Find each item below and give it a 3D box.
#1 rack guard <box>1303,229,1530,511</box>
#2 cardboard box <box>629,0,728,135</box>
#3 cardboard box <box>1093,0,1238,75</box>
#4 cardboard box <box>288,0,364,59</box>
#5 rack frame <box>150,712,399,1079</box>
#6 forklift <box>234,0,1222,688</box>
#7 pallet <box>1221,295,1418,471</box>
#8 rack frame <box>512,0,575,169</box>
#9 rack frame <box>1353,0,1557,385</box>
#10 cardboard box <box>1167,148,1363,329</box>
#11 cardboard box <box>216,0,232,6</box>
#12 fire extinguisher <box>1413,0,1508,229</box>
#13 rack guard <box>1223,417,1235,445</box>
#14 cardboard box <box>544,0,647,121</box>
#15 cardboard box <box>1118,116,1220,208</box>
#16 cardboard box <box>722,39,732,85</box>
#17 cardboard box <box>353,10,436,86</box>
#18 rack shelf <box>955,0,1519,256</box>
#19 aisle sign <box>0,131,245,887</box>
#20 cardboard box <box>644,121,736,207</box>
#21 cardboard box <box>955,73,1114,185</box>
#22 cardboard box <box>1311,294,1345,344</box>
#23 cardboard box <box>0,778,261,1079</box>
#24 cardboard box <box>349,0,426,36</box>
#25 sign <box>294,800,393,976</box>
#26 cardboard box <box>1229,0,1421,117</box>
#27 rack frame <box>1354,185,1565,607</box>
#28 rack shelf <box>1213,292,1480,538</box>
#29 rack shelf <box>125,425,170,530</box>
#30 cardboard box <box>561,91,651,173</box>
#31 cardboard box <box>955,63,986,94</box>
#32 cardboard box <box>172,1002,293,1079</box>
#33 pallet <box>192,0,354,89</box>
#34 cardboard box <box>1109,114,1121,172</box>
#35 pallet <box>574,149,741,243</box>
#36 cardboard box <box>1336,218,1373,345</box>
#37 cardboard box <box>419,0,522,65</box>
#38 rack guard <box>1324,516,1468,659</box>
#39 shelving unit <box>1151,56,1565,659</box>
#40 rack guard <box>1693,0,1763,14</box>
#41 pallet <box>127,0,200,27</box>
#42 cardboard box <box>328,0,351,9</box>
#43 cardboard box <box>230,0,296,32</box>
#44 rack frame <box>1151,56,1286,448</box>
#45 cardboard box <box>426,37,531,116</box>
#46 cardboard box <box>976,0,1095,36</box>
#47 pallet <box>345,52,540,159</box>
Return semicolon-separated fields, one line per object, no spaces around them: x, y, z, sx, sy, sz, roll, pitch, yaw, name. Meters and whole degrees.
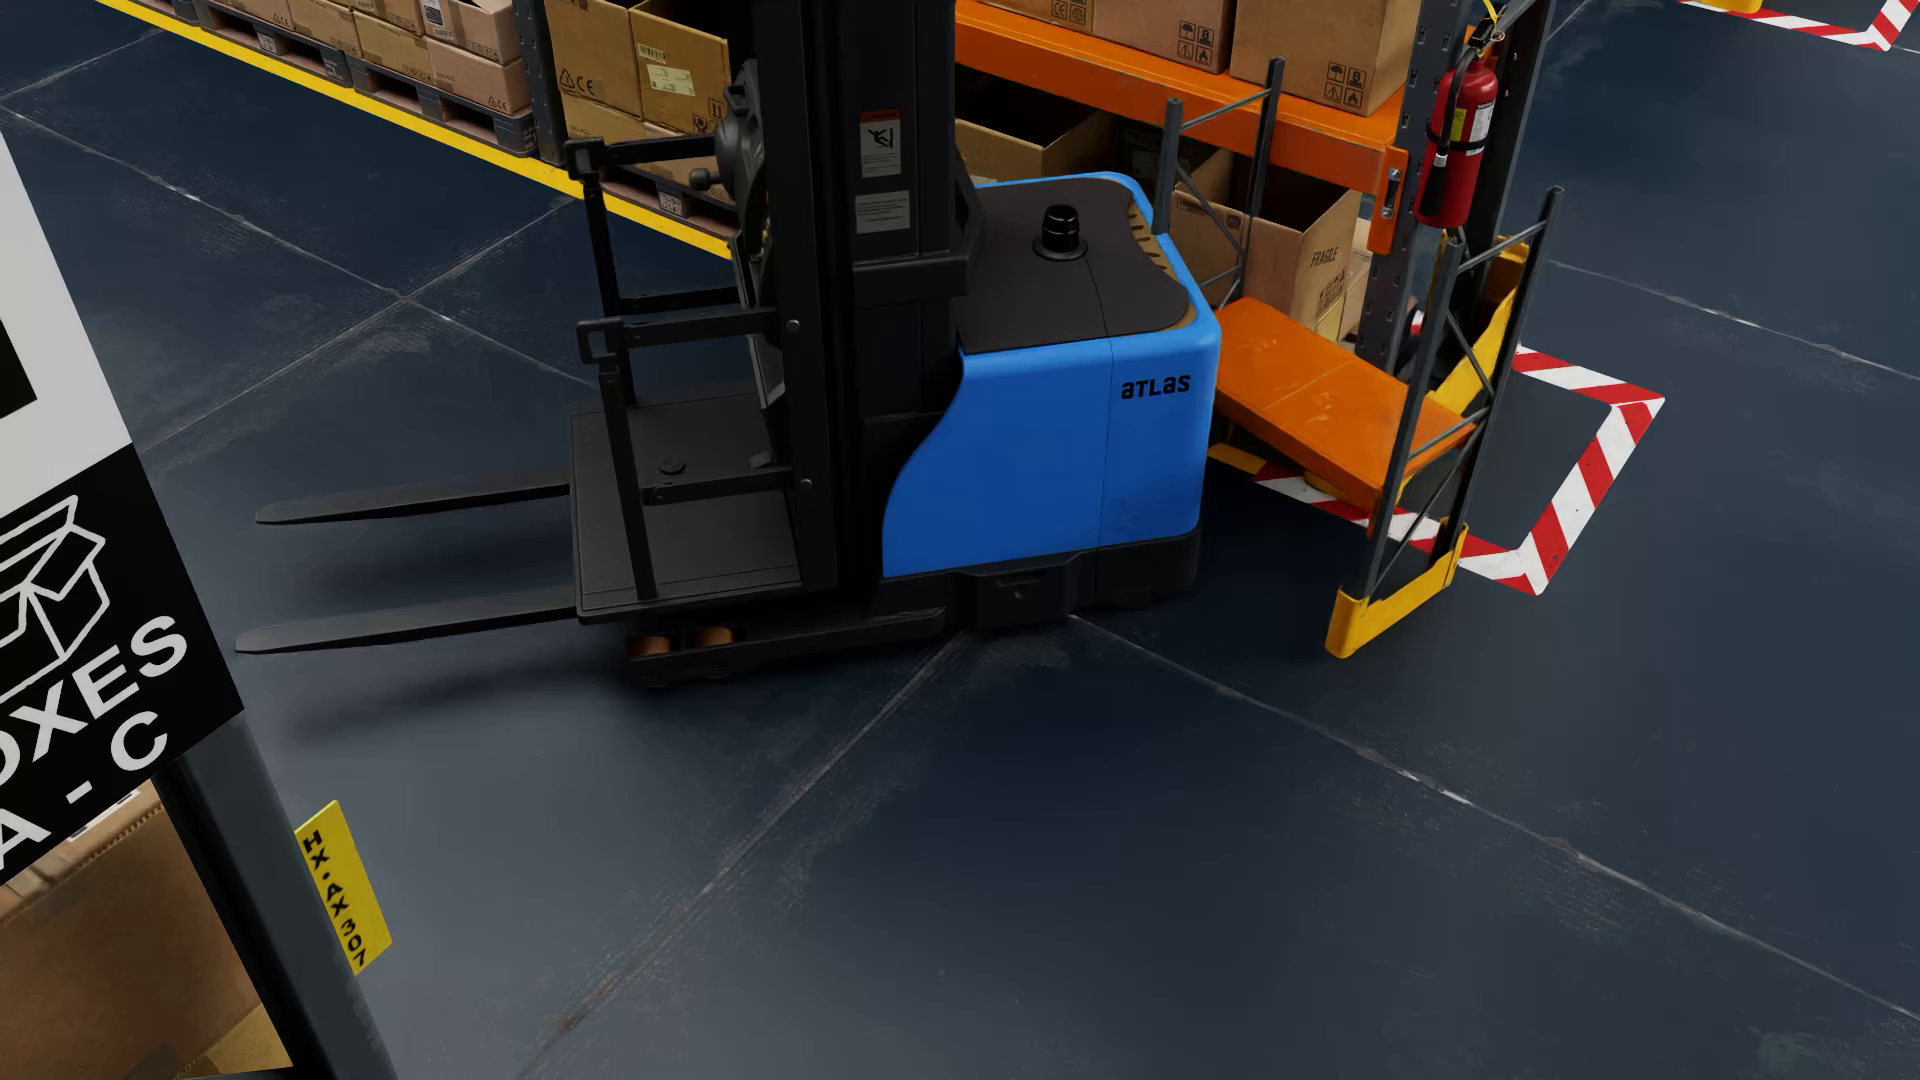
1.688;-0.651;6.103;0.348;0.500;1.175;25;48;25;rack guard
-0.992;-1.999;6.920;0.500;0.500;0.500;25;48;25;cardboard box
0.861;-2.014;5.676;0.500;0.500;0.700;26;48;26;cardboard box
-2.944;-2.646;8.205;0.500;0.250;0.500;26;48;26;cardboard box
-1.173;1.114;2.256;0.127;3.000;1.000;25;48;25;rack frame
-0.786;-1.014;4.685;3.031;2.935;1.130;-8;42;-9;forklift
1.019;-0.823;6.511;1.213;0.211;1.003;25;48;25;pallet
-1.606;-3.124;6.991;0.127;3.000;1.000;25;48;25;rack frame
1.669;-1.592;5.280;0.127;3.000;1.000;25;48;25;rack frame
1.059;-1.046;5.854;0.500;0.500;0.500;25;48;25;cardboard box
-3.780;-3.038;8.643;0.500;0.250;0.500;24;47;24;cardboard box
1.499;-1.264;4.972;0.183;0.674;0.296;25;48;25;fire extinguisher
0.769;-0.363;5.951;0.587;0.250;0.087;-28;50;-30;rack guard
-1.406;-2.186;7.129;0.500;0.500;0.500;25;48;25;cardboard box
0.947;-1.521;6.385;0.500;0.500;0.500;25;48;25;cardboard box
-0.587;-1.804;6.701;0.500;0.500;0.500;25;48;25;cardboard box
-2.525;-2.451;7.986;0.500;0.250;0.500;24;47;25;cardboard box
0.031;-2.090;6.375;4.000;0.370;1.077;25;48;25;rack shelf
-0.941;0.009;1.541;0.004;0.787;0.394;25;48;25;aisle sign
-0.994;-1.718;7.168;0.500;0.250;0.500;25;48;25;cardboard box
0.232;-1.421;6.273;0.500;0.500;0.500;25;48;25;cardboard box
1.060;-0.768;6.106;0.500;0.250;0.500;25;48;25;cardboard box
-1.391;0.536;2.437;0.500;0.500;0.500;25;48;25;cardboard box
-2.532;-2.659;7.798;0.500;0.311;0.500;26;48;26;cardboard box
-0.861;0.495;2.298;0.005;0.325;0.100;25;48;25;sign
1.294;-1.815;5.454;0.500;0.500;0.700;25;48;25;cardboard box
1.450;-0.311;4.973;0.500;1.500;0.032;-28;50;-30;rack frame
1.113;-0.437;5.375;0.538;0.185;1.000;-28;50;-30;rack shelf
-2.810;-0.502;2.351;4.000;0.370;1.077;25;48;25;rack shelf
-1.401;-1.912;7.385;0.500;0.250;0.500;25;48;25;cardboard box
-0.177;-1.613;6.488;0.500;0.500;0.500;25;48;25;cardboard box
-1.390;0.802;2.702;0.500;0.250;0.500;24;47;24;cardboard box
-3.235;-2.812;8.734;1.213;0.211;1.003;25;48;25;pallet
0.530;-1.705;6.591;0.500;0.500;0.500;25;48;25;cardboard box
-0.979;-1.757;7.555;1.213;0.211;1.003;25;48;25;pallet
1.357;-1.051;6.422;0.500;0.250;0.500;25;48;25;cardboard box
-2.102;-2.463;7.580;0.500;0.311;0.500;25;48;25;cardboard box
1.417;0.150;5.395;0.587;0.250;0.087;-28;50;-30;rack guard
1.113;-0.577;5.262;0.587;1.500;1.083;-28;50;-30;shelving unit
4.427;-3.367;9.138;0.348;0.500;1.175;25;48;25;rack guard
-4.229;-3.279;9.257;1.213;0.211;1.003;25;48;25;pallet
-2.939;-2.851;8.013;0.500;0.311;0.500;25;47;25;cardboard box
-3.360;-2.842;8.424;0.500;0.250;0.500;26;48;26;cardboard box
0.788;-0.834;5.540;0.500;1.500;0.032;-28;50;-30;rack frame
-2.112;-2.256;7.769;0.500;0.250;0.500;25;47;25;cardboard box
0.458;-2.207;5.892;0.500;0.500;0.700;25;48;26;cardboard box
-2.232;-2.345;8.213;1.213;0.211;1.003;25;48;25;pallet
